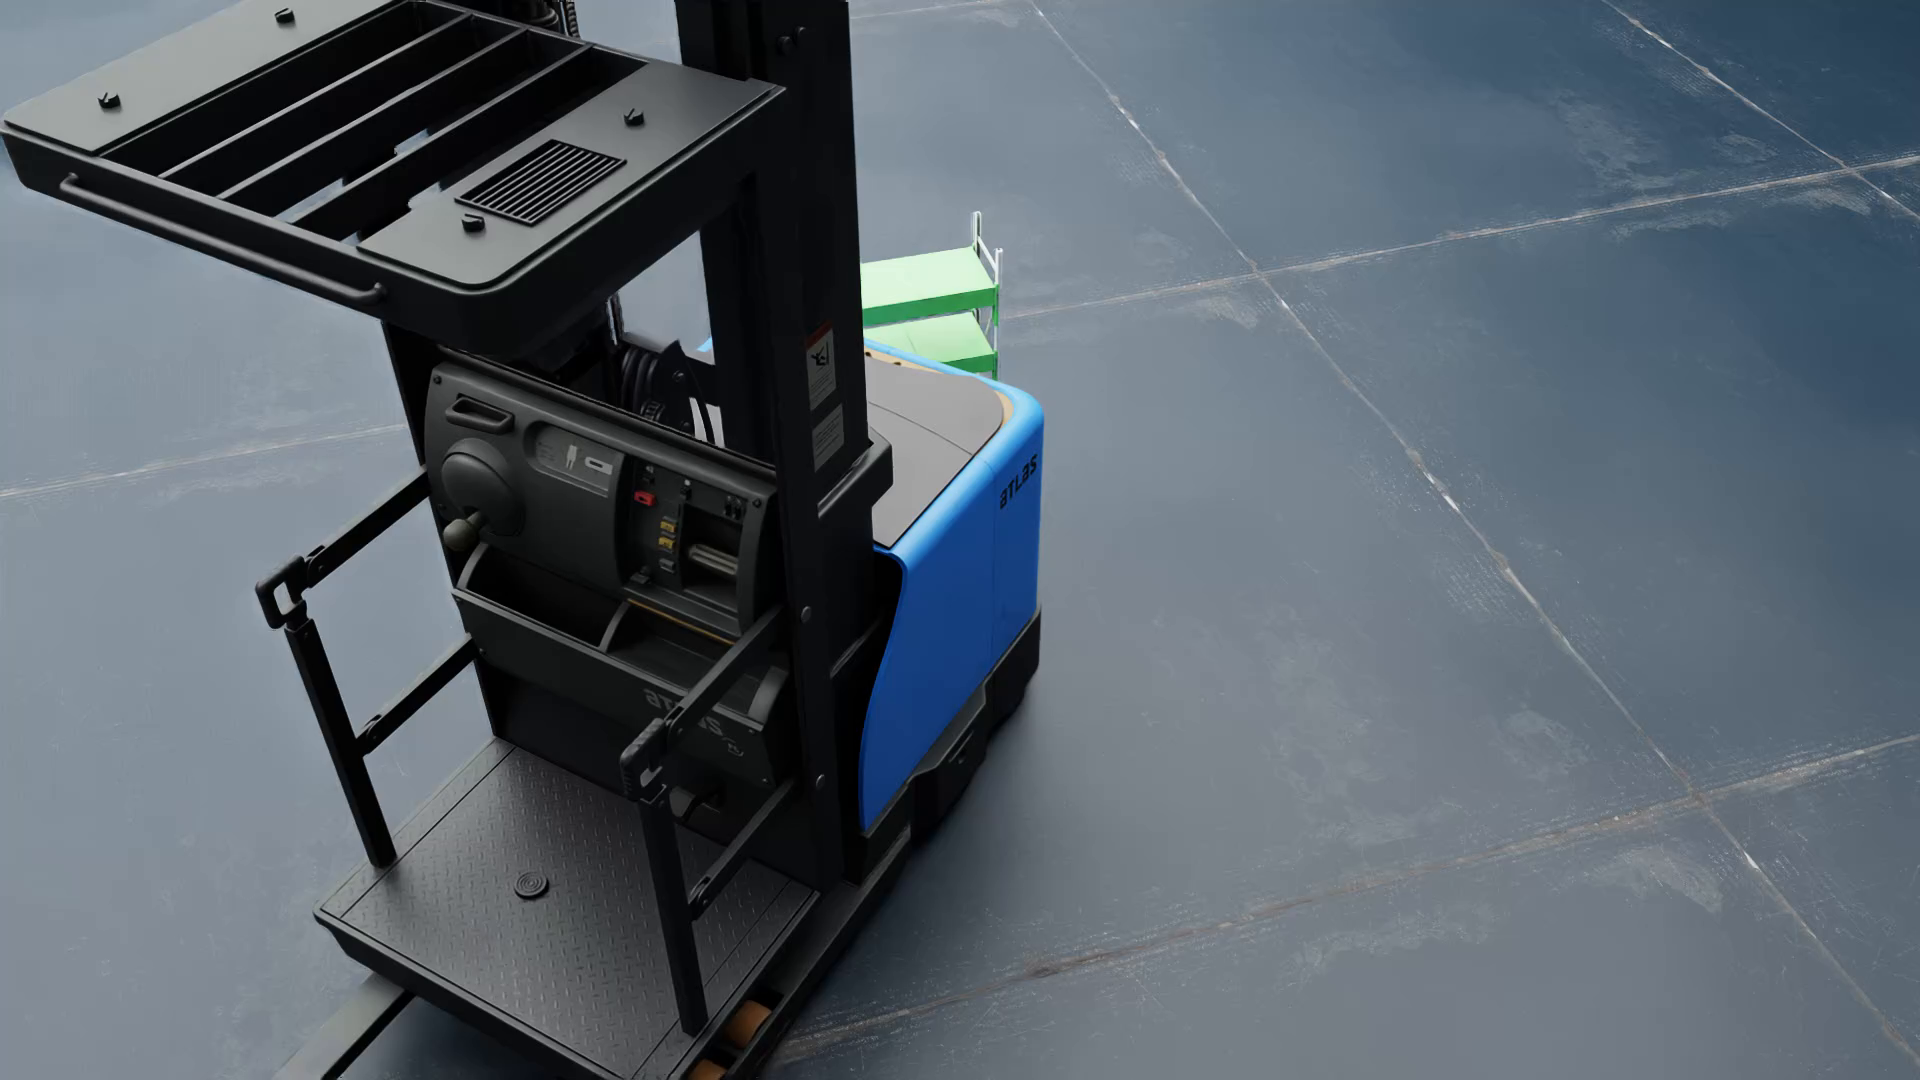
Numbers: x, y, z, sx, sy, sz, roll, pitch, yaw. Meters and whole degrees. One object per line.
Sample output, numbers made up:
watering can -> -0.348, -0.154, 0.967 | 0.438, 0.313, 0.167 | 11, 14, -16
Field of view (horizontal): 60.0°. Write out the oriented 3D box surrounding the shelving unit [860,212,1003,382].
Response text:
shelving unit -> -0.148, -0.428, 5.328 | 0.503, 1.200, 0.258 | -11, 42, -12

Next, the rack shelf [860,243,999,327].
rack shelf -> -0.148, -0.742, 5.054 | 0.480, 0.148, 0.258 | -11, 42, -12

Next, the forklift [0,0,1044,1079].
forklift -> -0.919, -0.005, 3.529 | 1.130, 2.935, 3.031 | 21, 45, 22

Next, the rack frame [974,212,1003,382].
rack frame -> 0.086, -0.474, 5.380 | 0.015, 1.200, 0.240 | -11, 42, -12

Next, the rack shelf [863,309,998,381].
rack shelf -> -0.148, -0.561, 5.212 | 0.480, 0.148, 0.258 | -11, 42, -12
